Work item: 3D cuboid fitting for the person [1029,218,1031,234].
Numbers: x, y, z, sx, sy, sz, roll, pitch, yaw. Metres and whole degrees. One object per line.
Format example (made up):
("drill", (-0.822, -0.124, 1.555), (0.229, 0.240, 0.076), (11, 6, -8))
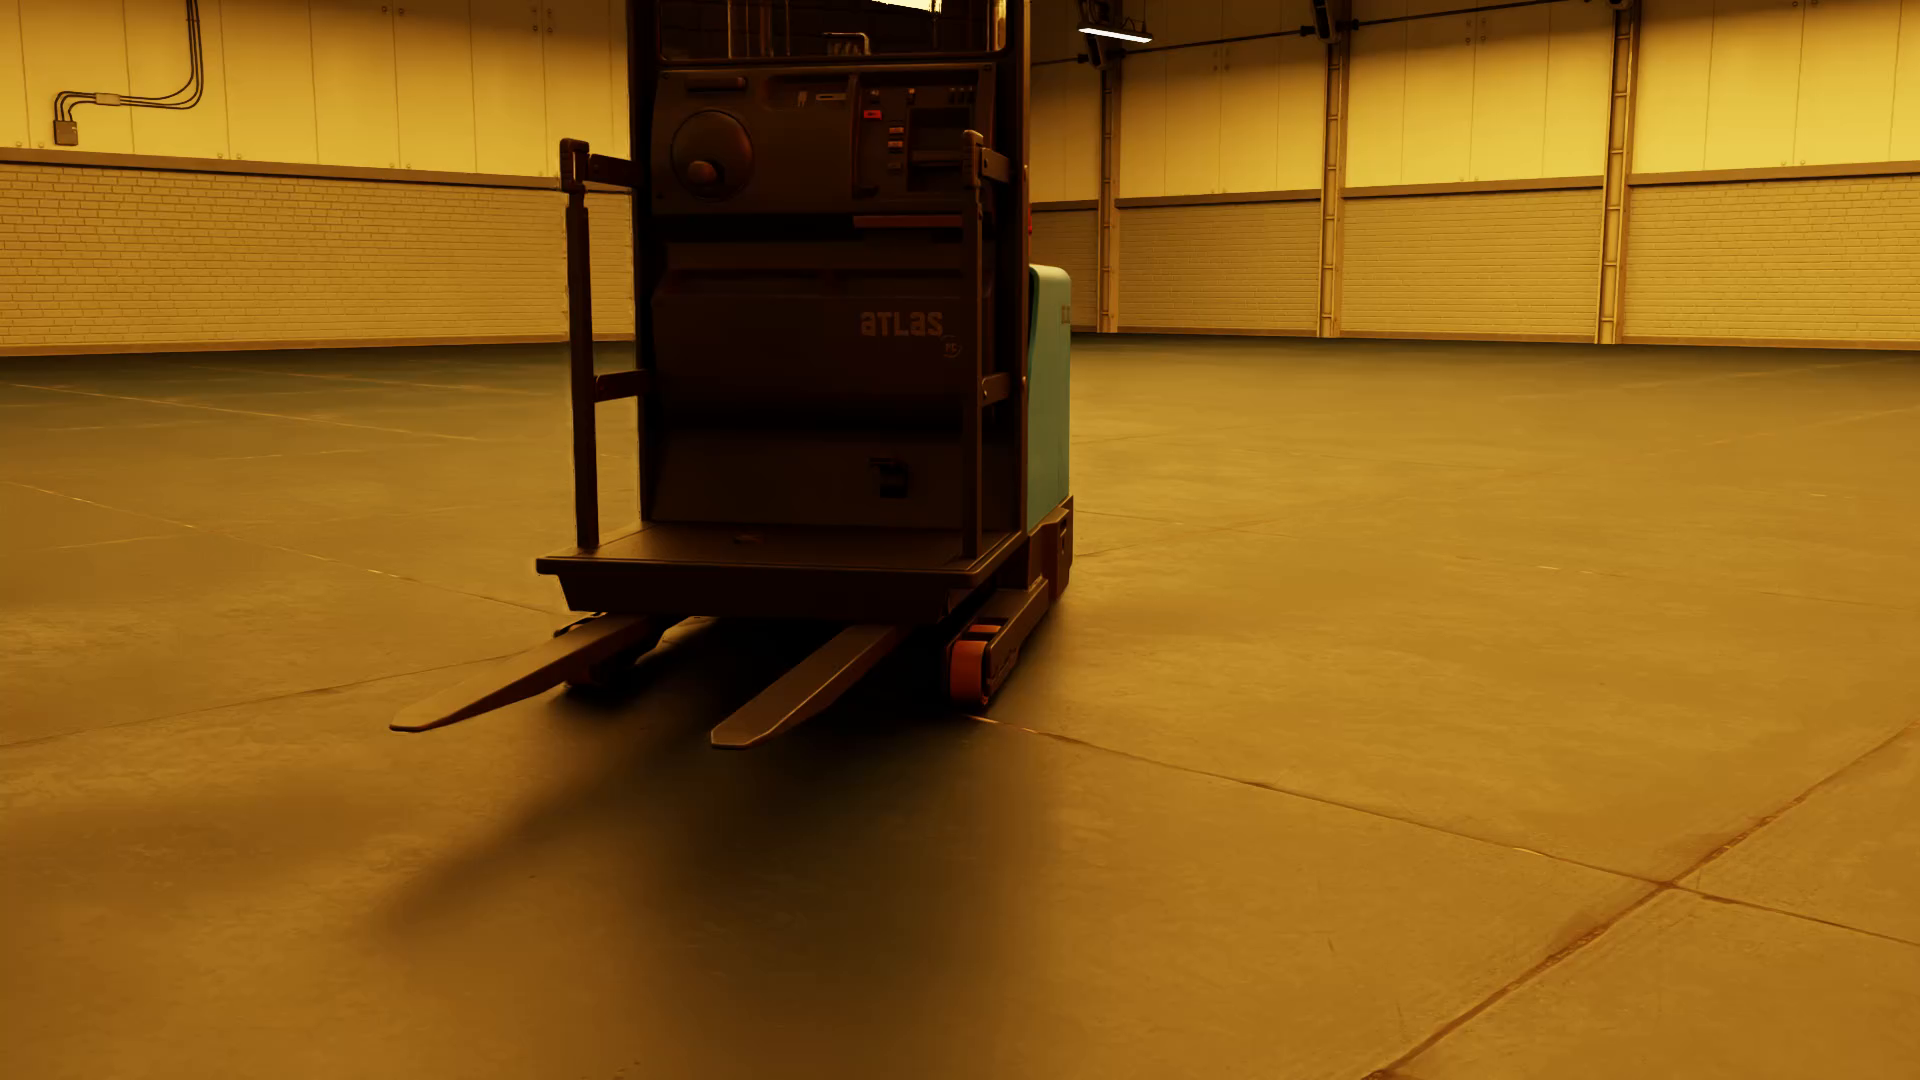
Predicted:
("person", (-0.057, -0.873, 6.657), (0.550, 1.728, 0.641), (8, 12, 43))

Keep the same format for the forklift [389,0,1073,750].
("forklift", (-0.405, -1.104, 4.204), (1.130, 2.935, 3.031), (2, 9, 11))
